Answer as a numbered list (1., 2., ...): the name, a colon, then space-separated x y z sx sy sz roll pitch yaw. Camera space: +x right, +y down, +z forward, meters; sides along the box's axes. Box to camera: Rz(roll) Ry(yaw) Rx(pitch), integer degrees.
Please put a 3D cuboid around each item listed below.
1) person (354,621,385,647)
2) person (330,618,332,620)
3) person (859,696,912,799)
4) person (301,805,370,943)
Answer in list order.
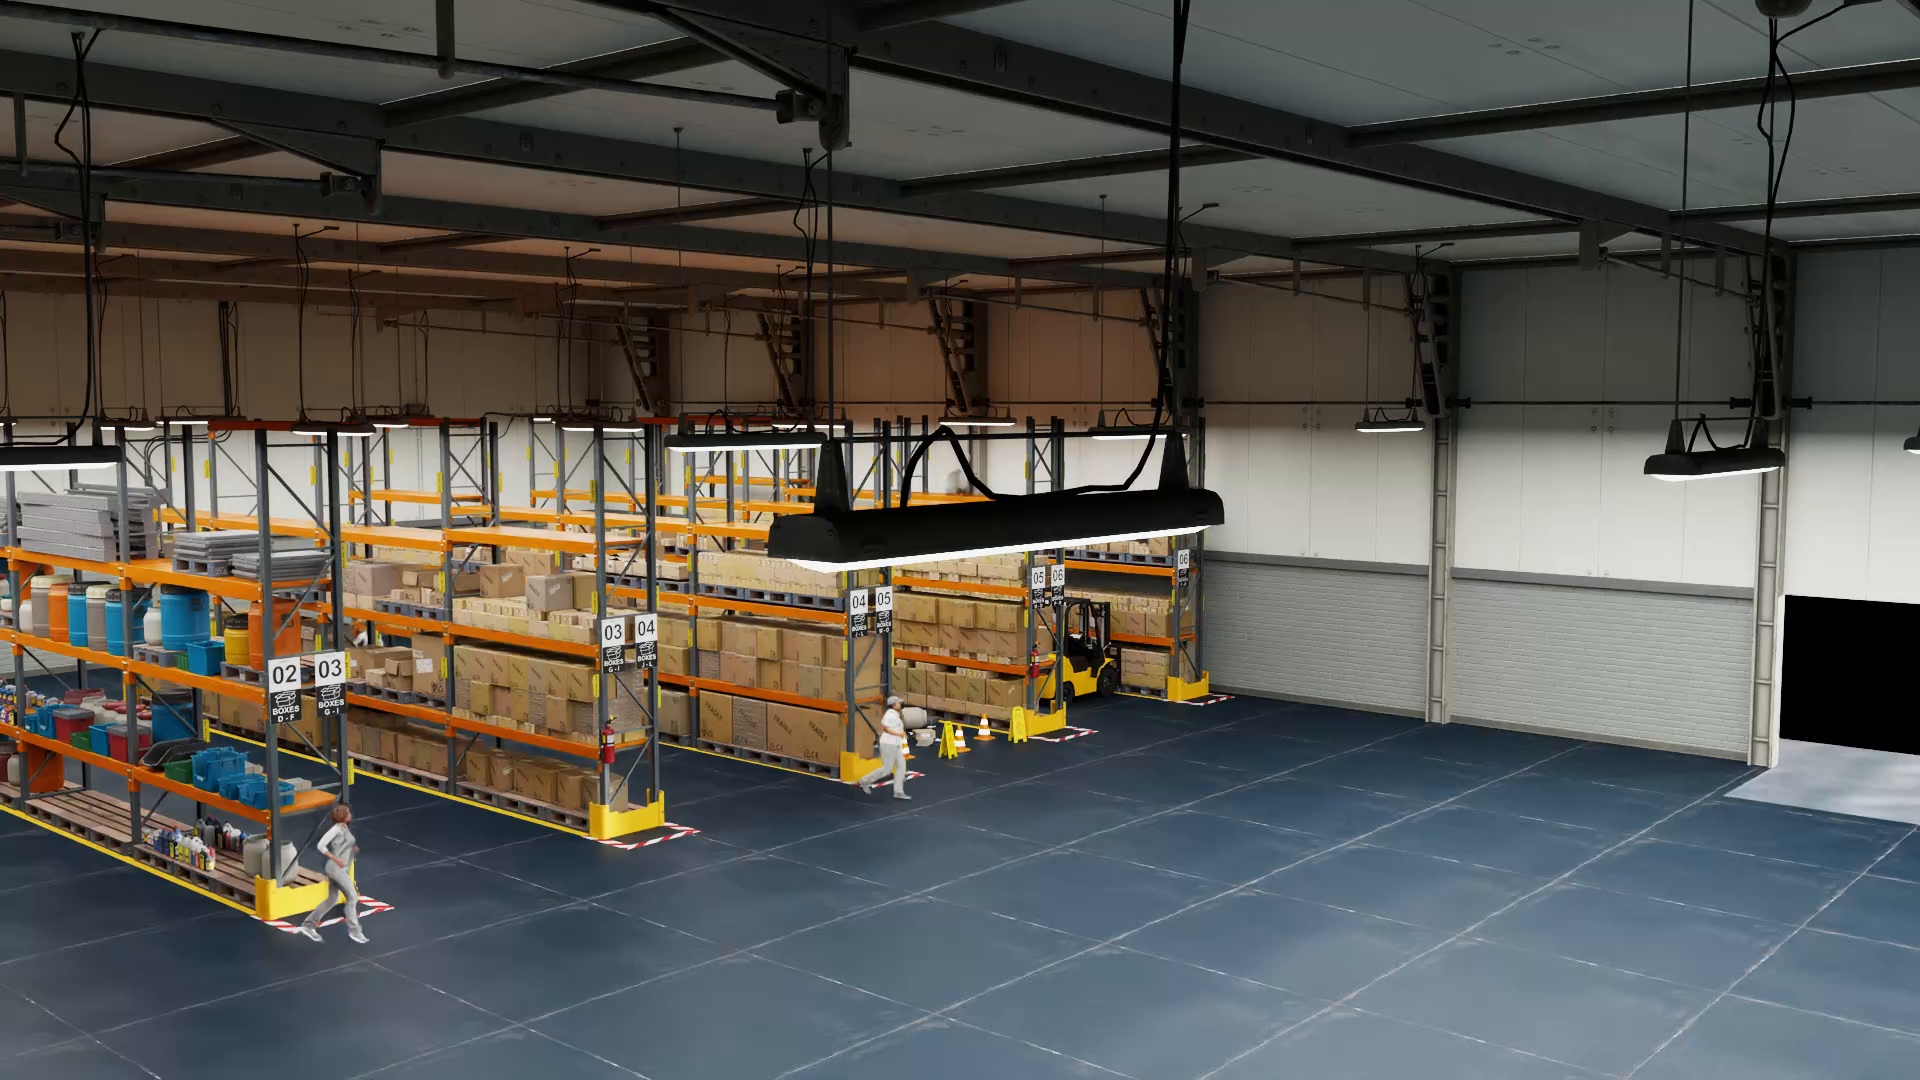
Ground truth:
1. person: -12.600 2.539 35.642 0.647 1.701 0.585 4 6 43
2. person: -13.817 2.515 36.409 0.533 1.580 0.597 4 6 42
3. person: -1.169 3.321 26.721 0.849 1.623 0.658 0 5 6
4. person: -7.357 3.926 19.565 0.770 1.618 0.543 -1 5 -16
